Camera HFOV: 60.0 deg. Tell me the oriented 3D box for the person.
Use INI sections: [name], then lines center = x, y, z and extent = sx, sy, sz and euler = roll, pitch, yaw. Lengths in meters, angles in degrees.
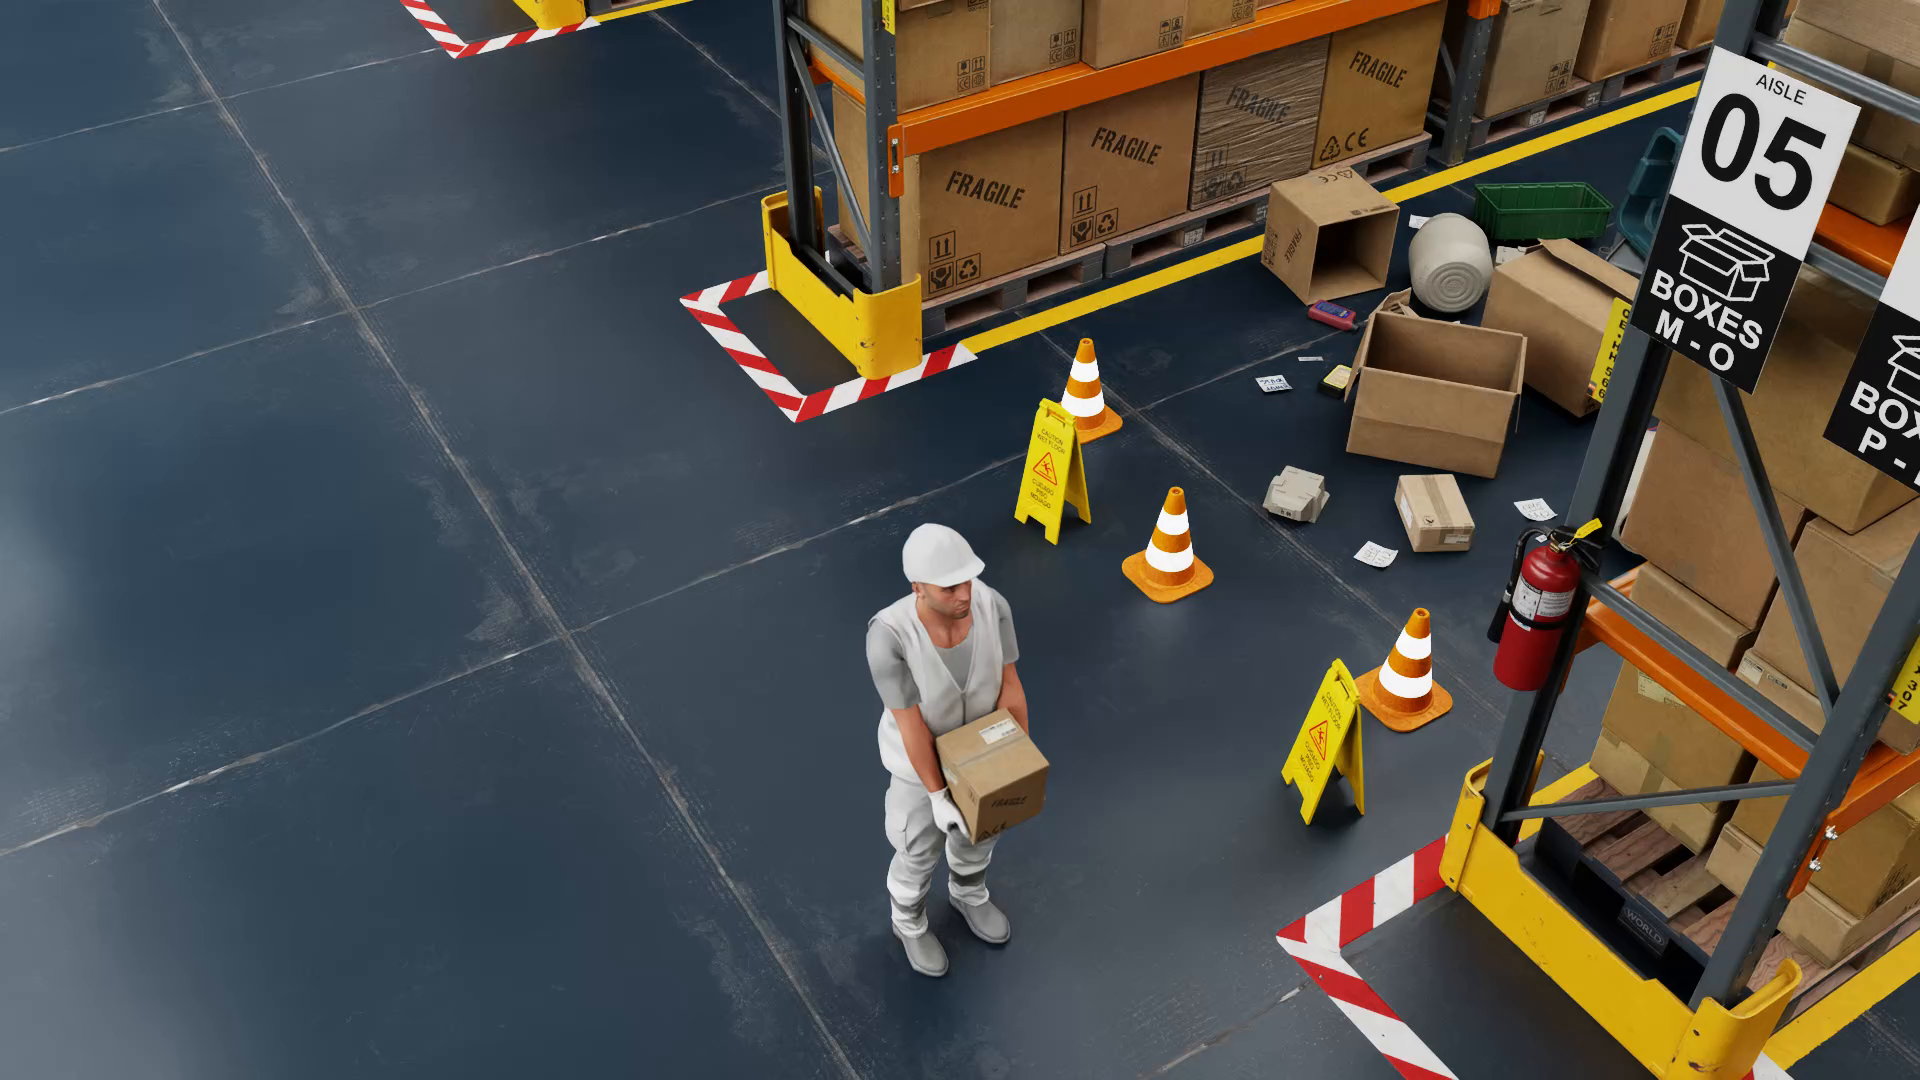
[person]
center = 0.010, 0.737, 5.275
extent = 0.494, 1.784, 0.554
euler = -22, 45, -24
